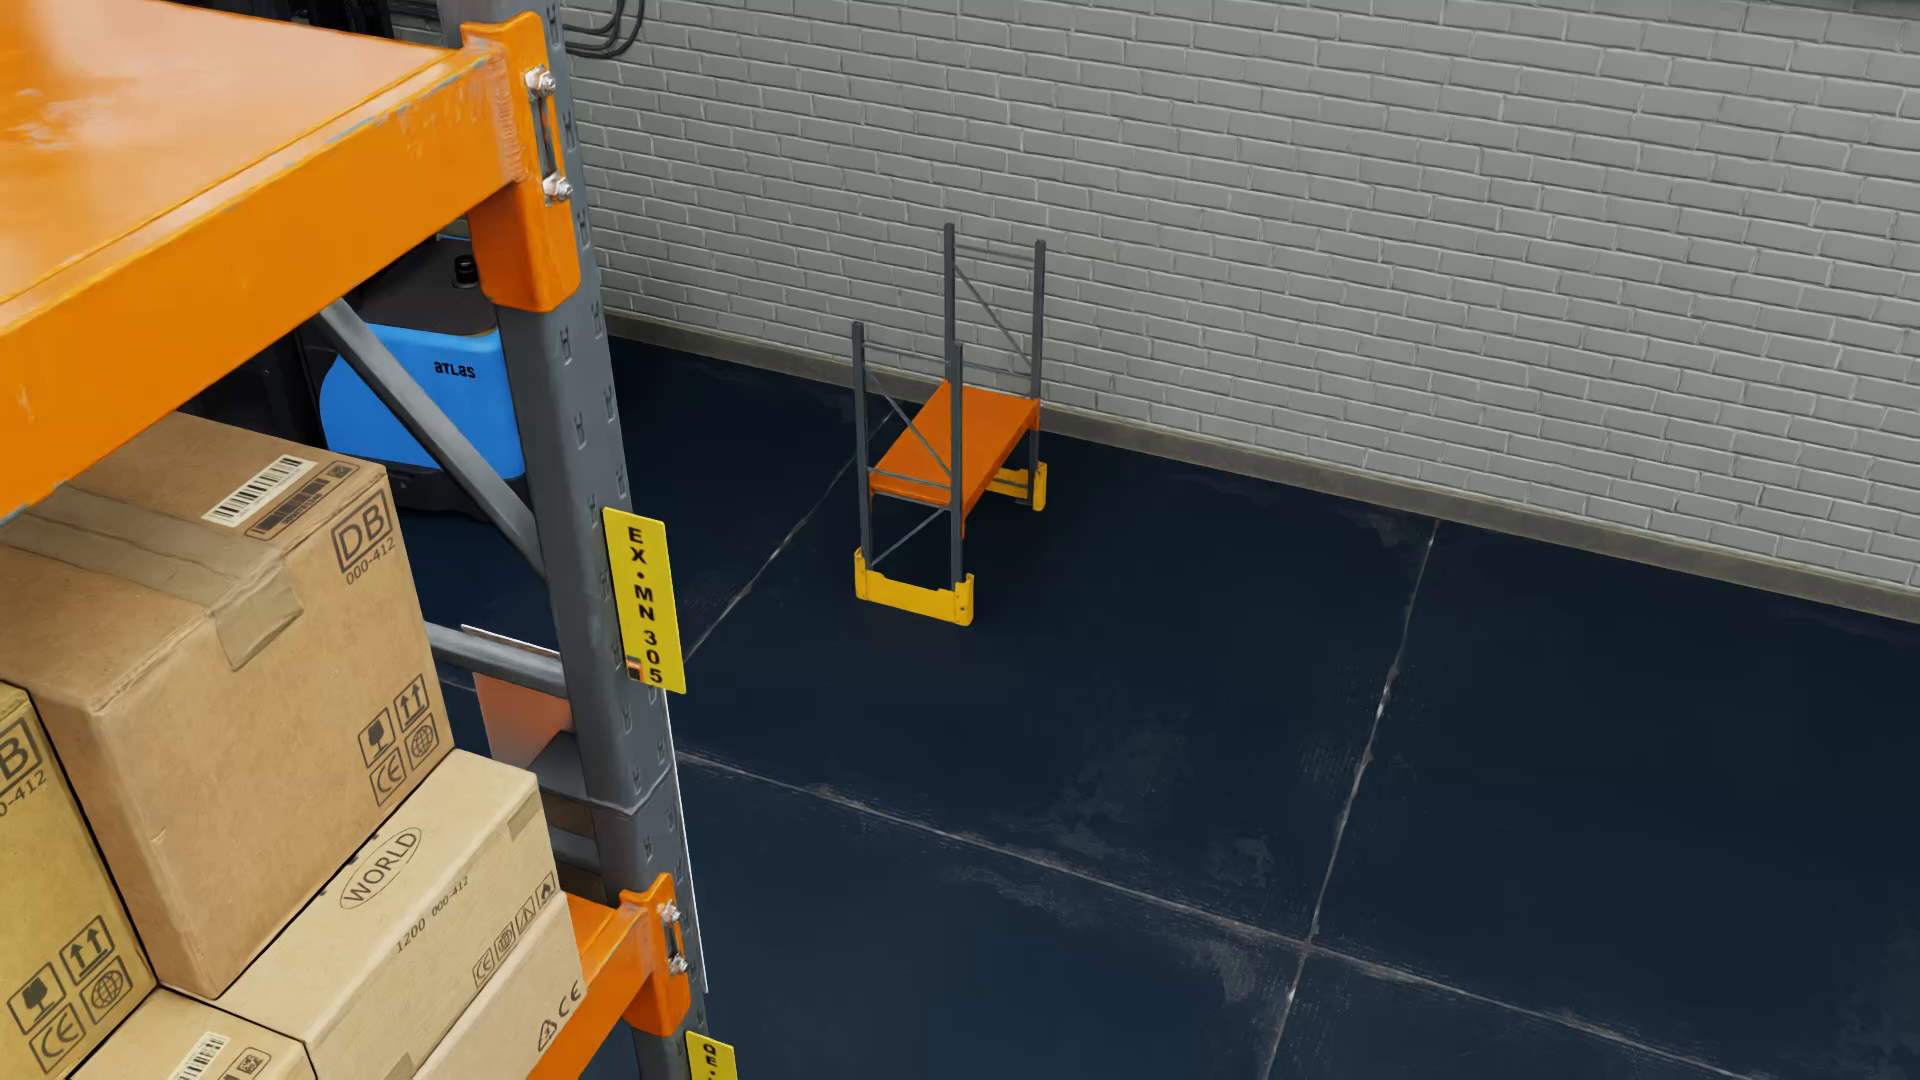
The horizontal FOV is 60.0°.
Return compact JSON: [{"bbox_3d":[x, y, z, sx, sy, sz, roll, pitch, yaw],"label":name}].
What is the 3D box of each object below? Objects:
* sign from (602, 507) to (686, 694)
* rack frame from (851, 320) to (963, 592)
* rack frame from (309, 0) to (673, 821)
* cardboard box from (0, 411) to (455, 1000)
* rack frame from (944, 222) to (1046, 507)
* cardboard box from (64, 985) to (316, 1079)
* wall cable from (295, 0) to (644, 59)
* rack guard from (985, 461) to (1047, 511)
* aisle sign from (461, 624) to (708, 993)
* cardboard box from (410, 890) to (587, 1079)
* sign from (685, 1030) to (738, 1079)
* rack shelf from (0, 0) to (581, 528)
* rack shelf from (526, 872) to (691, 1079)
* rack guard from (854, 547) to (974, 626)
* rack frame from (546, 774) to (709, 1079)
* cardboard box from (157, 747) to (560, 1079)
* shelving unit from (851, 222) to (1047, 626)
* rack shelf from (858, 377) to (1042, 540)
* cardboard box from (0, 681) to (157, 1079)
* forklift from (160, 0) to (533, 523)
[{"bbox_3d":[-0.468,0.095,2.474,0.100,0.325,0.005,14,39,18],"label":"sign"},{"bbox_3d":[-0.226,-0.272,7.463,0.500,1.500,0.032,14,39,18],"label":"rack frame"},{"bbox_3d":[-0.973,-0.890,2.025,1.000,3.000,0.127,14,39,18],"label":"rack frame"},{"bbox_3d":[-1.154,0.160,2.208,0.700,0.500,0.500,14,39,18],"label":"cardboard box"},{"bbox_3d":[0.161,-0.835,8.216,0.500,1.500,0.032,14,39,18],"label":"rack frame"},{"bbox_3d":[-1.123,0.791,1.990,0.500,0.250,0.500,14,39,18],"label":"cardboard box"},{"bbox_3d":[-3.073,-3.822,8.542,3.097,2.526,0.112,14,39,18],"label":"wall cable"},{"bbox_3d":[0.160,-0.334,8.589,0.587,0.250,0.087,14,39,18],"label":"rack guard"},{"bbox_3d":[-0.664,0.504,3.000,0.394,0.787,0.004,14,39,18],"label":"aisle sign"},{"bbox_3d":[-0.925,0.717,2.507,0.500,0.250,0.500,14,39,18],"label":"cardboard box"},{"bbox_3d":[-0.468,1.061,3.196,0.100,0.325,0.005,14,39,18],"label":"sign"},{"bbox_3d":[-1.734,0.507,0.760,1.077,0.370,4.000,14,39,18],"label":"rack shelf"},{"bbox_3d":[-1.734,1.707,1.657,1.077,0.370,4.000,14,39,18],"label":"rack shelf"},{"bbox_3d":[-0.218,0.218,7.851,0.587,0.250,0.087,14,39,18],"label":"rack guard"},{"bbox_3d":[-0.973,1.513,3.821,1.000,3.000,0.127,14,39,18],"label":"rack frame"},{"bbox_3d":[-0.933,0.514,2.360,0.500,0.250,0.500,14,39,18],"label":"cardboard box"},{"bbox_3d":[-0.029,-0.559,7.846,0.587,1.500,1.083,14,39,18],"label":"shelving unit"},{"bbox_3d":[-0.032,-0.409,7.947,0.538,0.185,1.000,14,39,18],"label":"rack shelf"},{"bbox_3d":[-1.422,0.417,1.864,0.700,0.500,0.500,14,39,18],"label":"cardboard box"},{"bbox_3d":[-3.504,-1.743,8.235,3.031,2.935,1.130,9,38,12],"label":"forklift"}]
